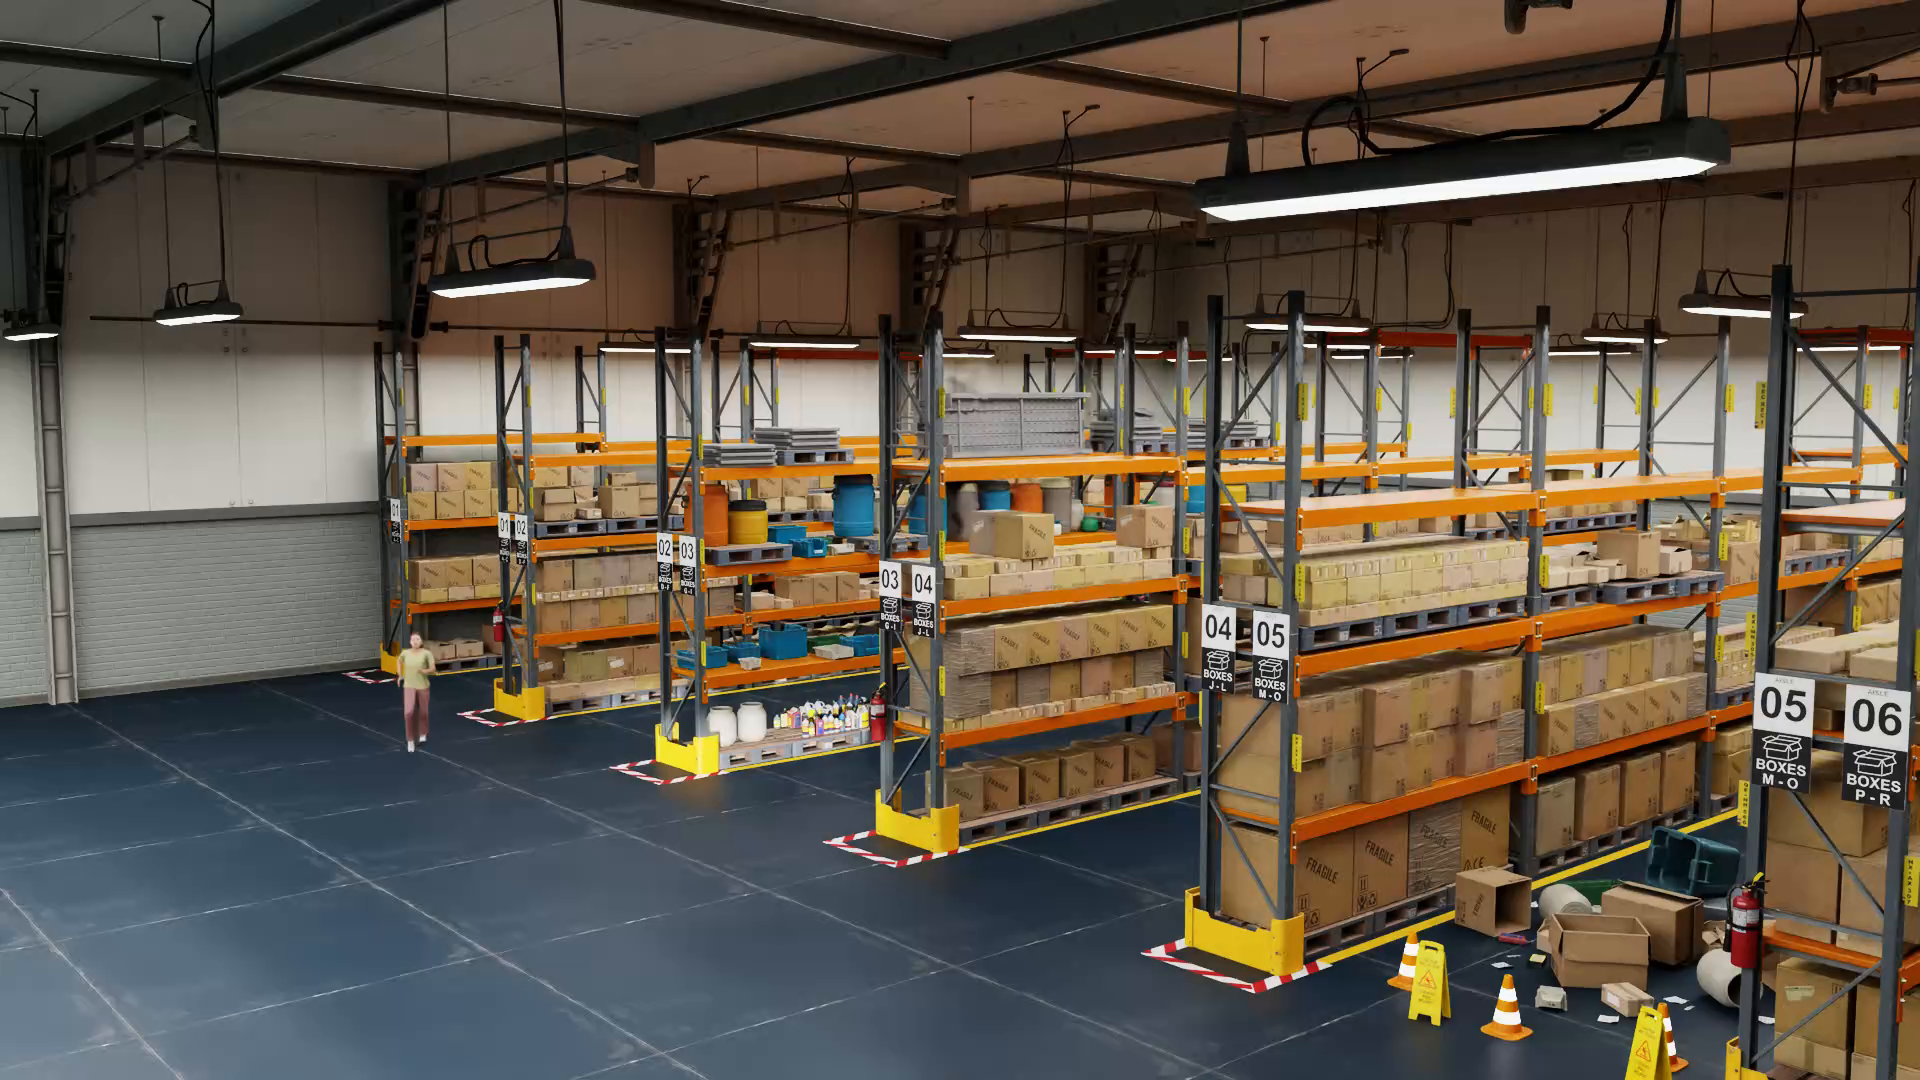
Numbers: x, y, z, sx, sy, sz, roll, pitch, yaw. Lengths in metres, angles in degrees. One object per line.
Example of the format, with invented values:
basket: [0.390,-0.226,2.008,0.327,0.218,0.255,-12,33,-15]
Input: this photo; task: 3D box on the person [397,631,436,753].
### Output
person: [-7.795,2.162,23.866,0.547,1.721,0.723,-2,5,-16]
